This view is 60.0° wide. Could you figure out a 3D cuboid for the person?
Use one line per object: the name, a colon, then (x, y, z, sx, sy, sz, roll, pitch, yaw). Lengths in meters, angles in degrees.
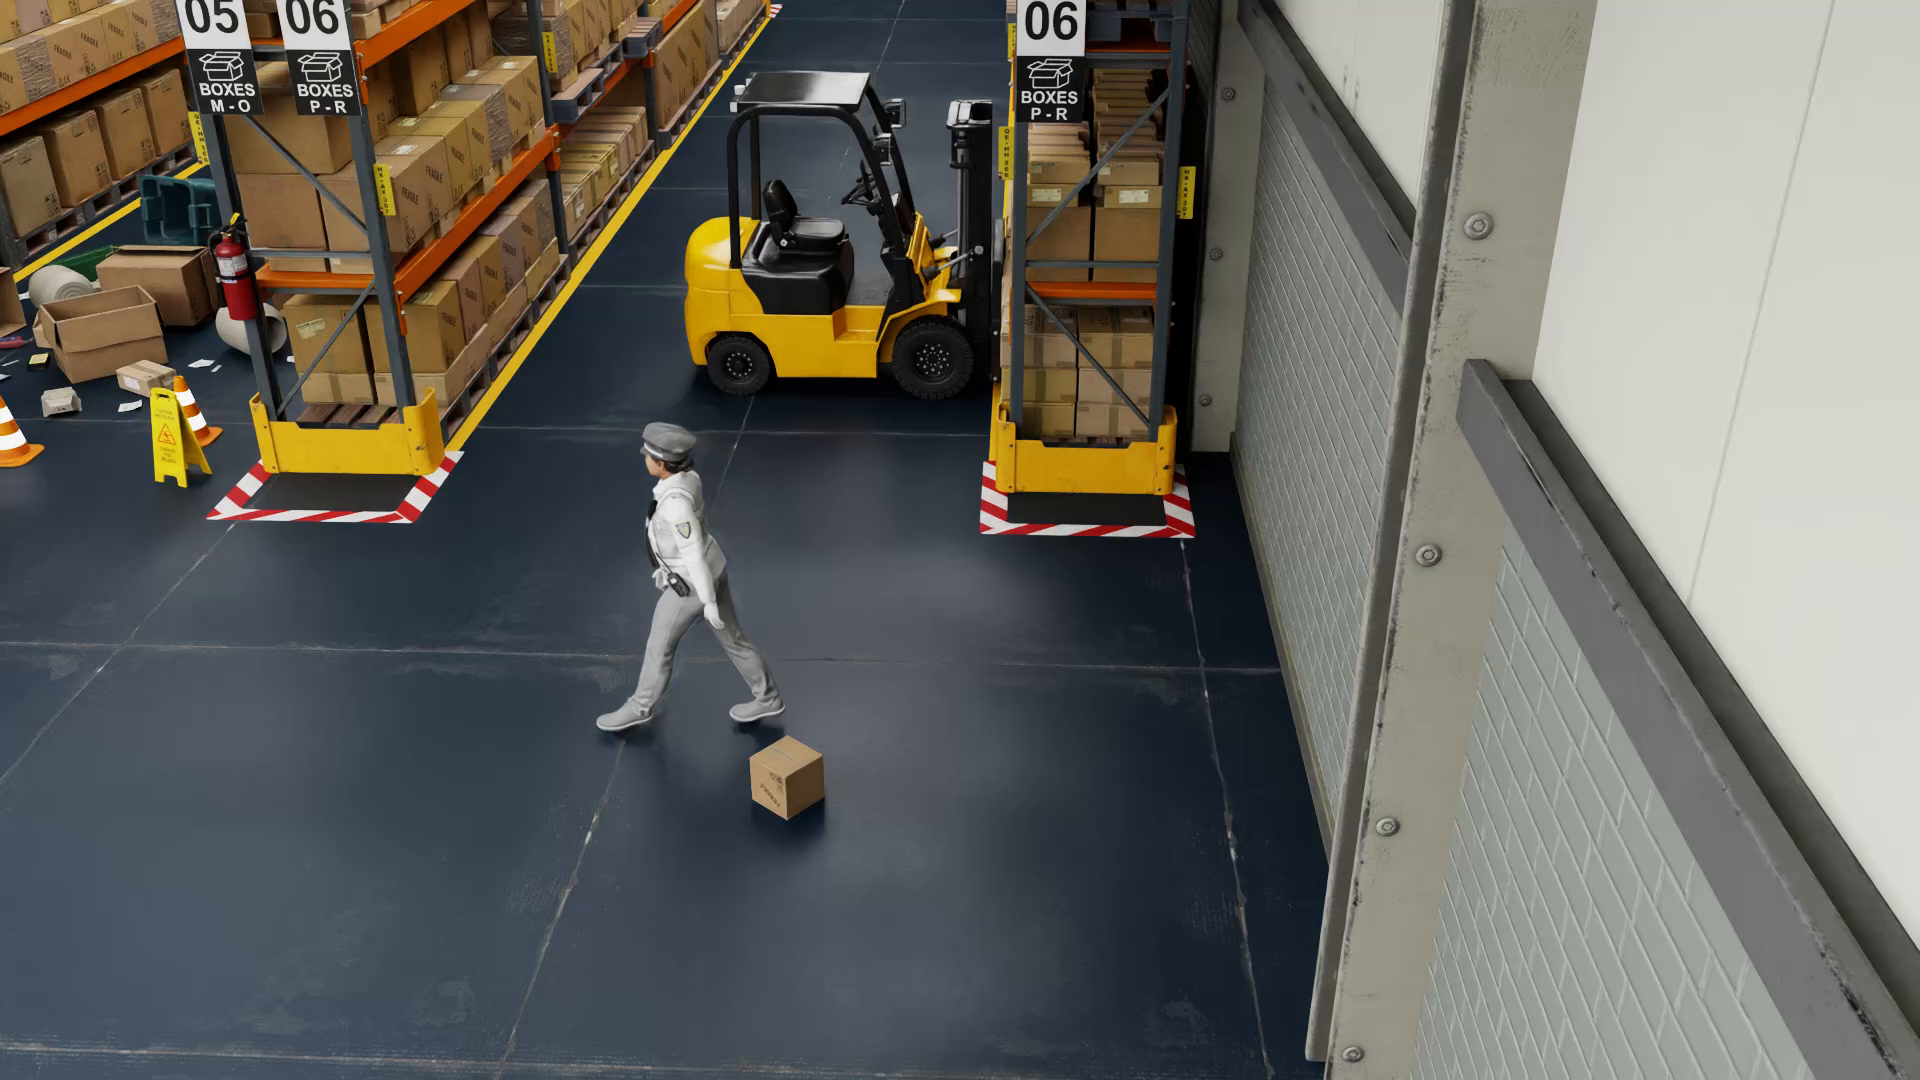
person: (-1.372, 0.185, 8.232, 0.937, 1.624, 0.519, 3, 28, 6)
